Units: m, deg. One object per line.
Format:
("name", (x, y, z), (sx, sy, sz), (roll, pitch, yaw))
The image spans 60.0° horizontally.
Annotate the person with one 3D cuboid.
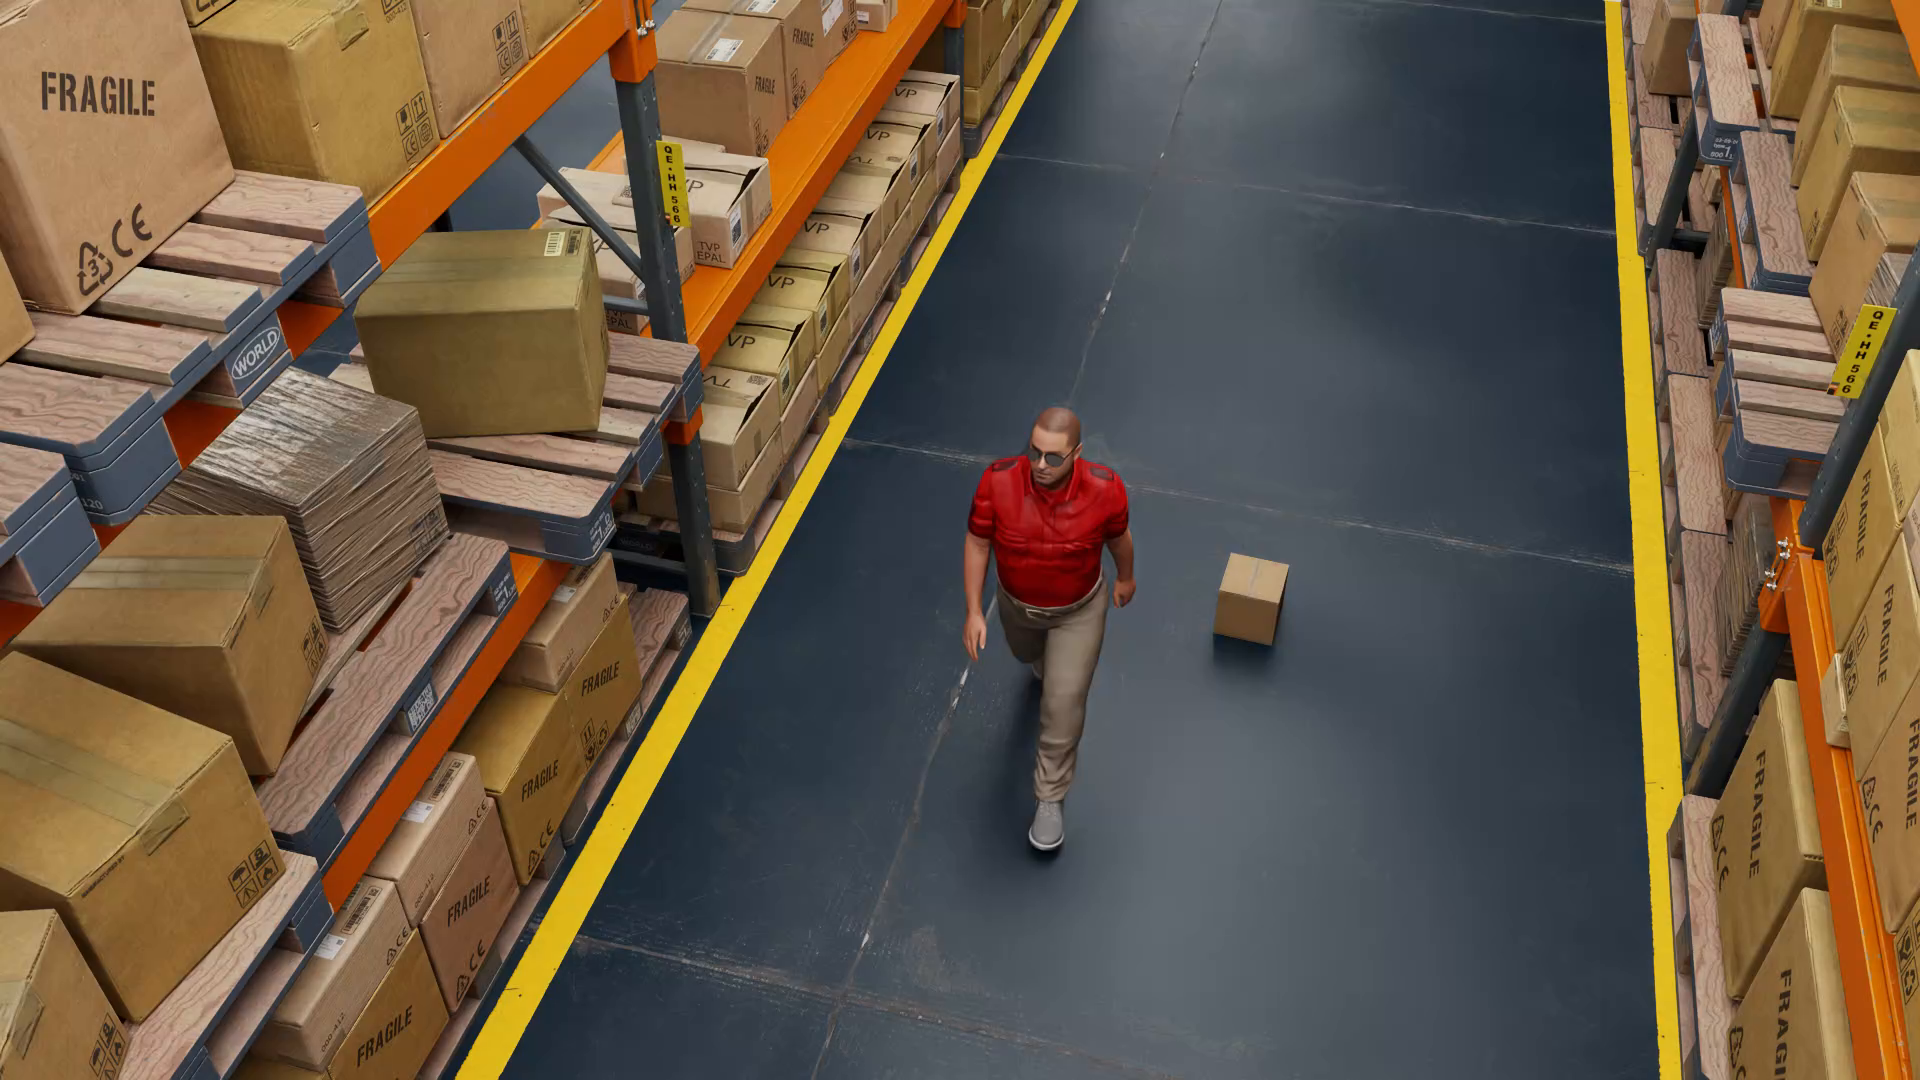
("person", (0.320, 0.181, 5.984), (0.578, 1.662, 1.115), (10, 42, 12))
